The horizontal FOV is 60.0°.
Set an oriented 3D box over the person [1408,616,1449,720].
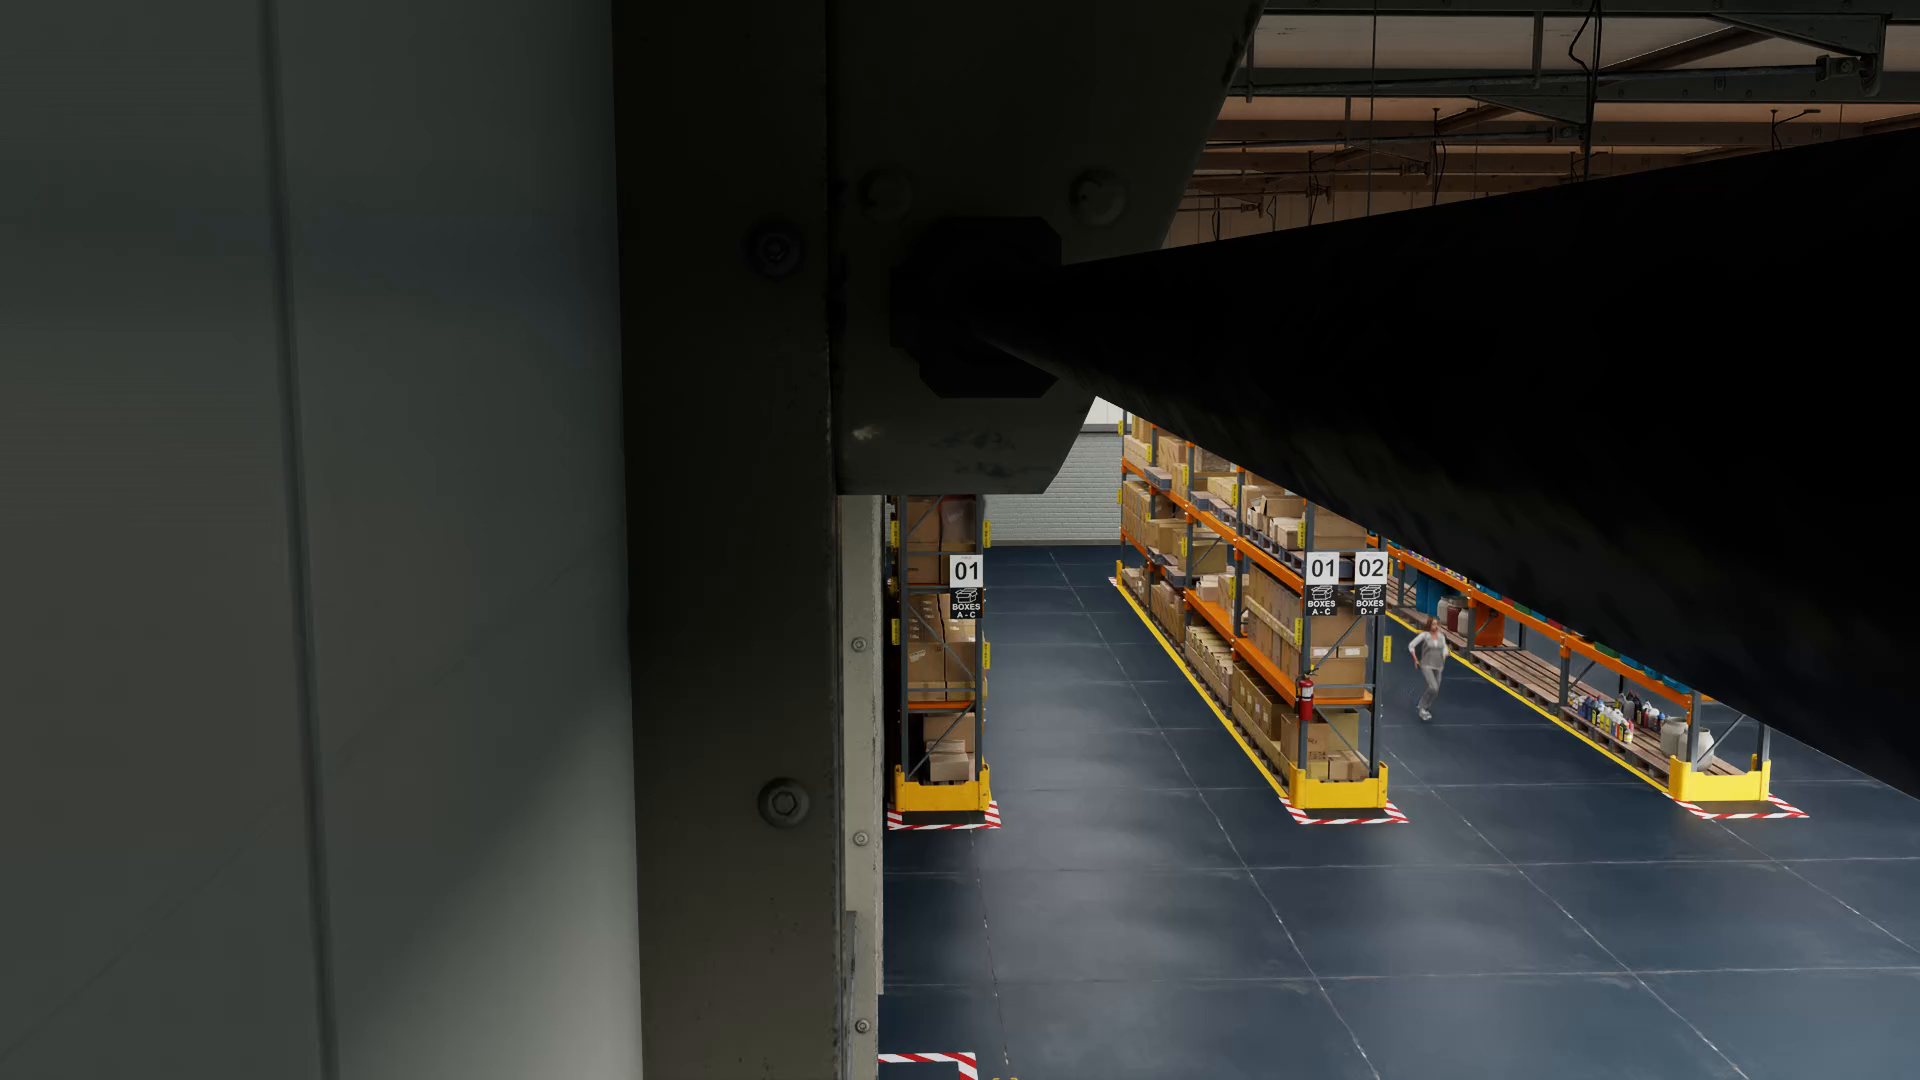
[{"bbox_3d":[6.997,1.916,24.676,0.519,1.567,0.624,-2,9,-15],"label":"person"}]
